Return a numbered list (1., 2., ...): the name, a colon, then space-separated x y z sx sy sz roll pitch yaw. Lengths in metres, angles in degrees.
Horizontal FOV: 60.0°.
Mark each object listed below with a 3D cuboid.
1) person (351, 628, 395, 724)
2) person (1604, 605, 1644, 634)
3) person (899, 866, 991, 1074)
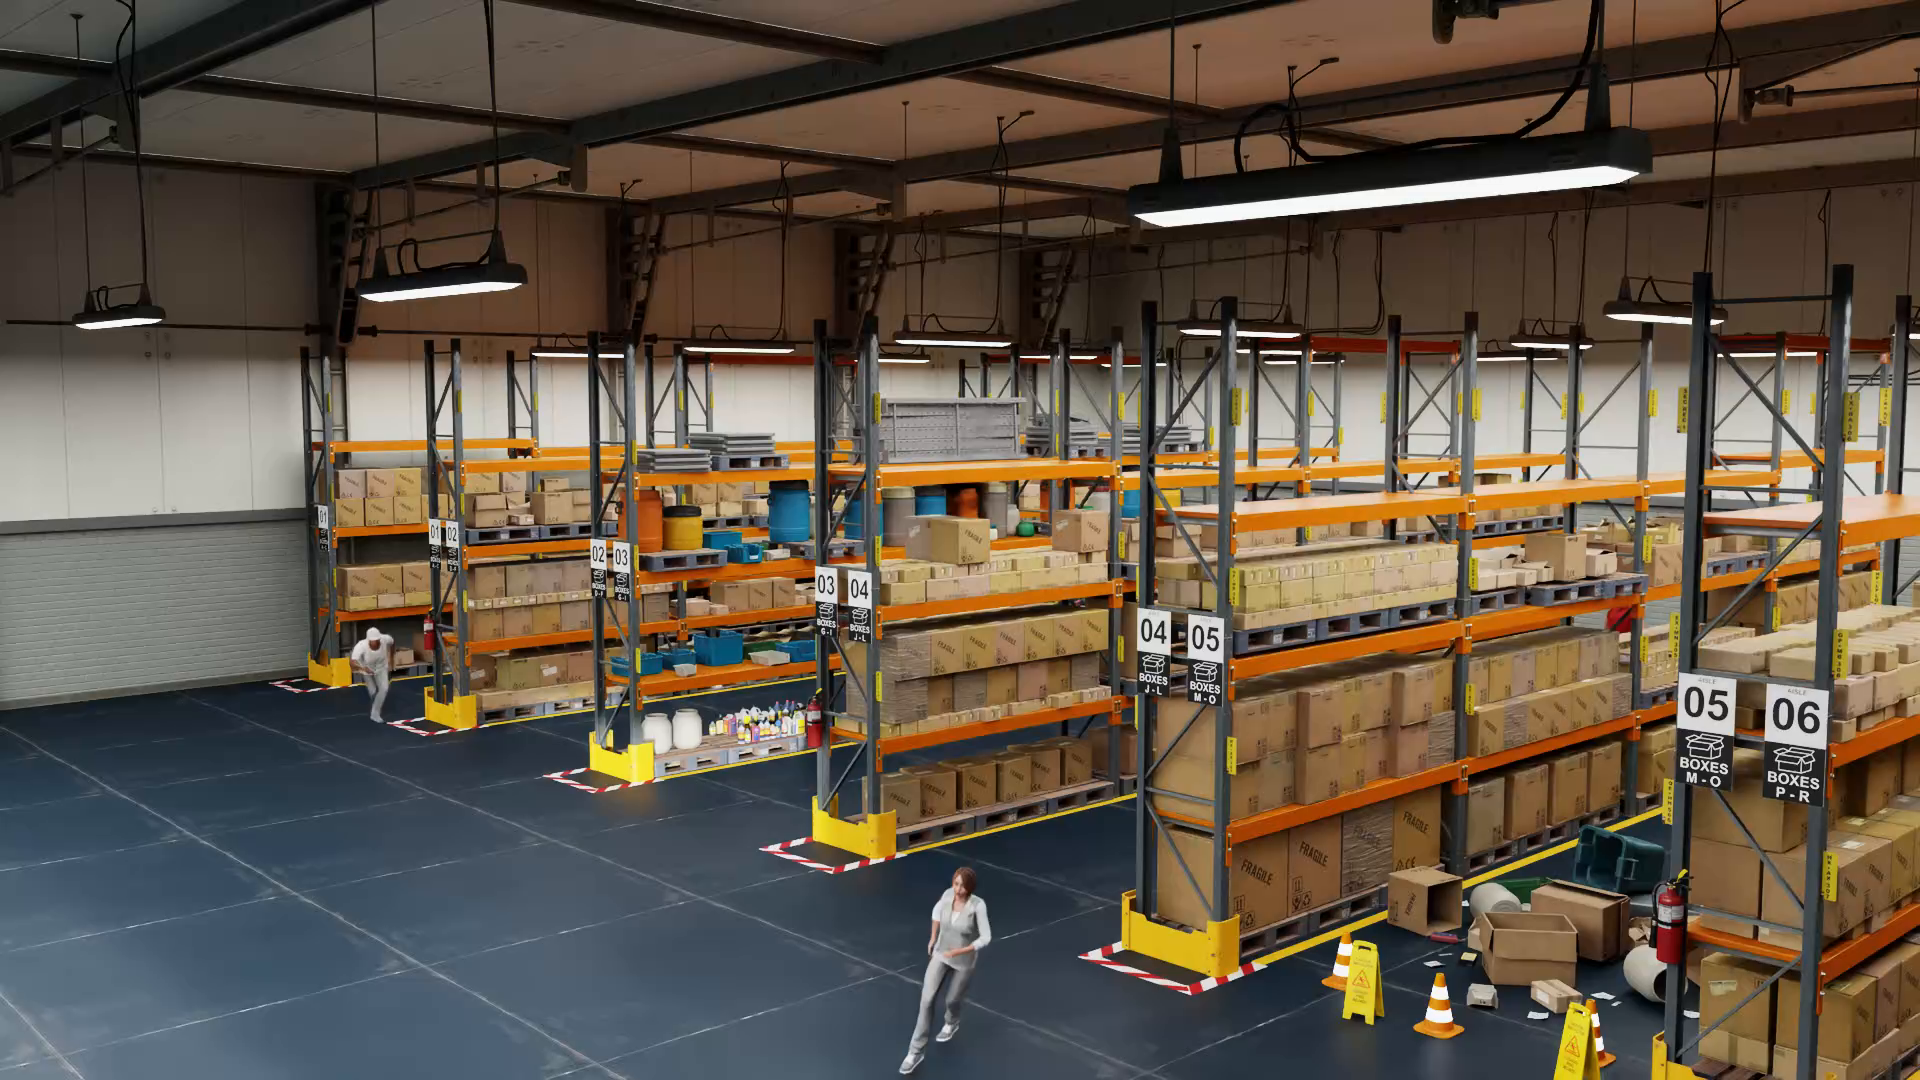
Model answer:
1. person: -9.301 2.095 26.337 0.683 1.541 1.201 -2 6 -25
2. person: 11.402 1.755 28.757 0.996 1.718 0.691 -2 6 -25
3. person: -0.046 3.247 12.827 0.635 1.549 0.824 2 5 17
